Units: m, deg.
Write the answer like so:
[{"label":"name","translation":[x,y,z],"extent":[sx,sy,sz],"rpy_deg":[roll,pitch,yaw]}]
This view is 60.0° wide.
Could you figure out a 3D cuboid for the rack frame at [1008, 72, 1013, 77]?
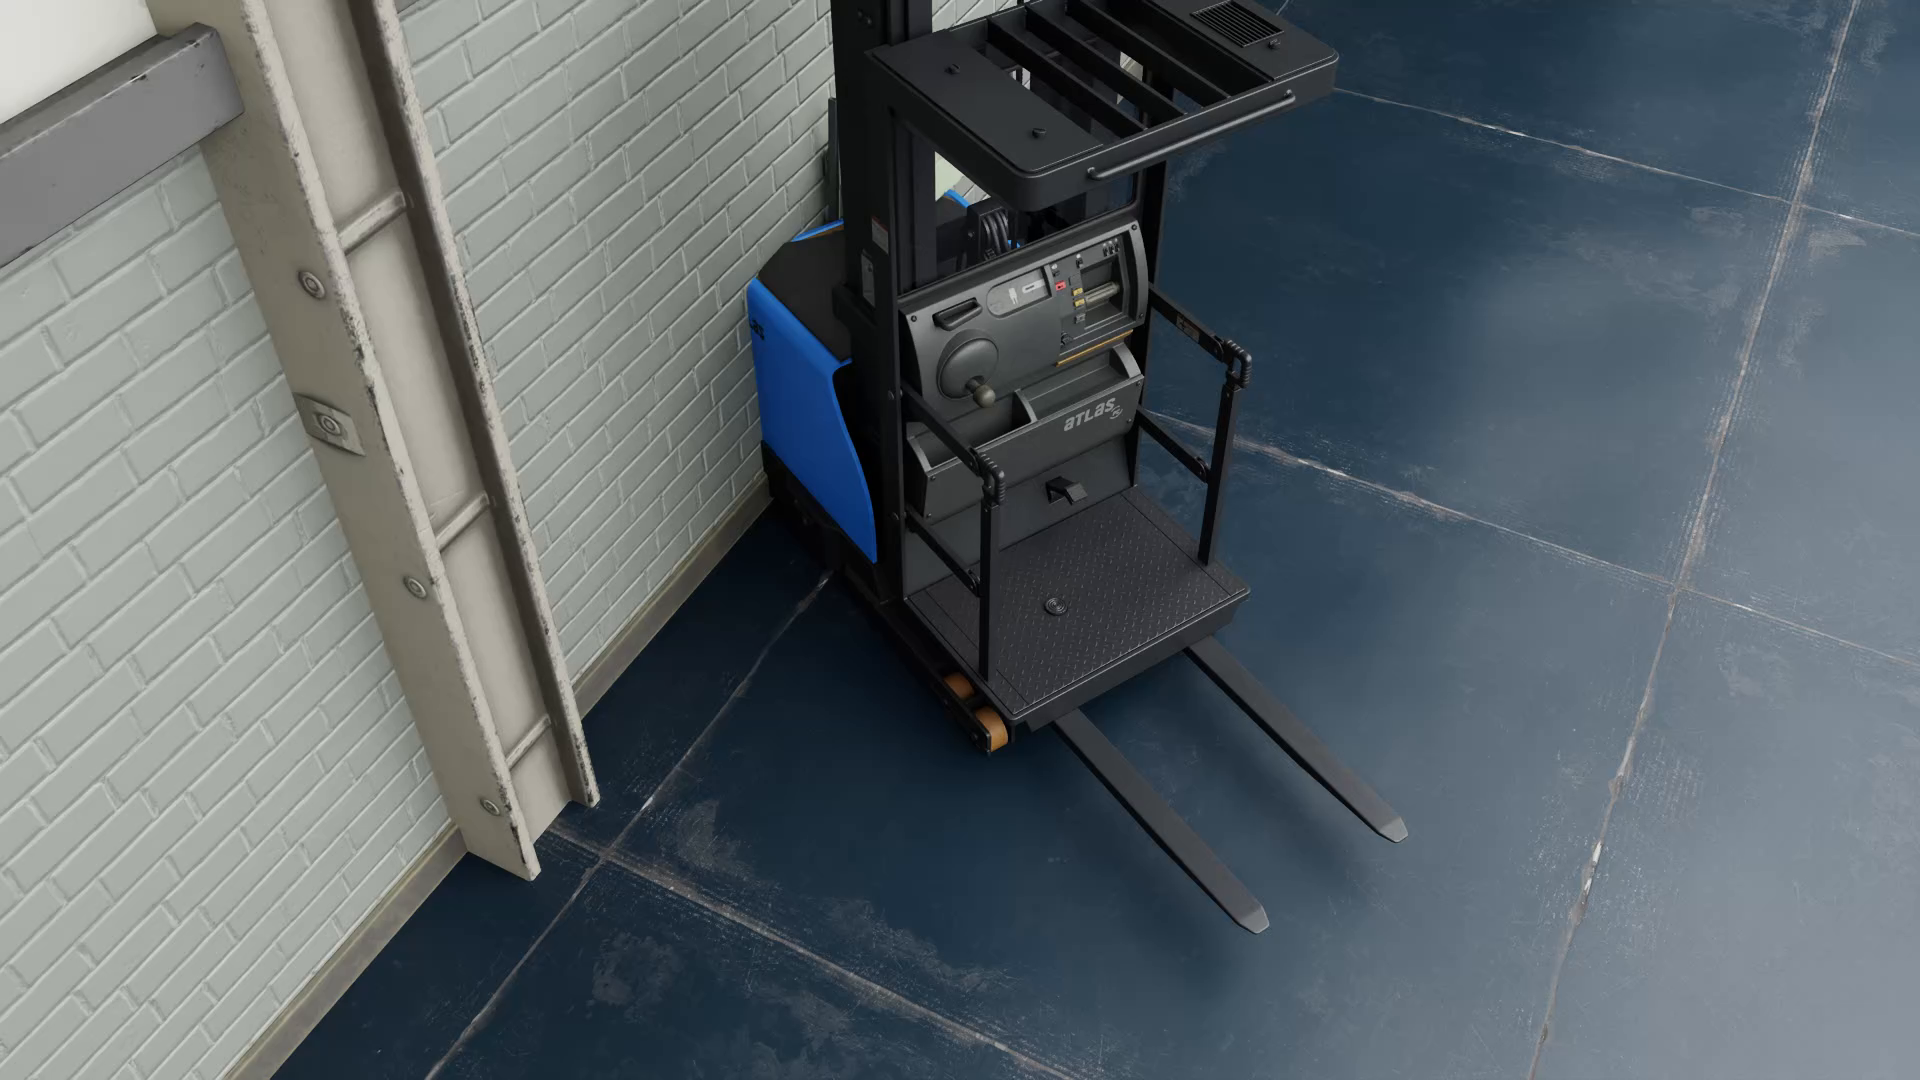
[{"label":"rack frame","translation":[-0.005,-1.409,7.093],"extent":[0.400,1.500,0.023],"rpy_deg":[20,43,19]}]

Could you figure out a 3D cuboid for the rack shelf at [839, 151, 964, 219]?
[{"label":"rack shelf","translation":[-0.155,-1.503,6.589],"extent":[0.431,0.370,0.720],"rpy_deg":[20,43,19]}]

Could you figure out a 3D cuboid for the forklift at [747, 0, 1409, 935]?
[{"label":"forklift","translation":[0.354,-0.660,5.341],"extent":[1.130,2.935,3.031],"rpy_deg":[-26,51,-23]}]

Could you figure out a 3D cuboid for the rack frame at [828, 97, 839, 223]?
[{"label":"rack frame","translation":[-0.343,-1.002,6.587],"extent":[0.400,1.500,0.023],"rpy_deg":[20,43,19]}]

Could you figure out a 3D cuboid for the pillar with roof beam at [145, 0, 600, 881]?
[{"label":"pillar with roof beam","translation":[2.323,-0.764,1.178],"extent":[9.100,9.000,0.400],"rpy_deg":[20,49,19]}]

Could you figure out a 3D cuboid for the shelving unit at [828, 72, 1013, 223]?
[{"label":"shelving unit","translation":[-0.174,-1.206,6.840],"extent":[0.431,1.500,0.755],"rpy_deg":[20,43,19]}]
